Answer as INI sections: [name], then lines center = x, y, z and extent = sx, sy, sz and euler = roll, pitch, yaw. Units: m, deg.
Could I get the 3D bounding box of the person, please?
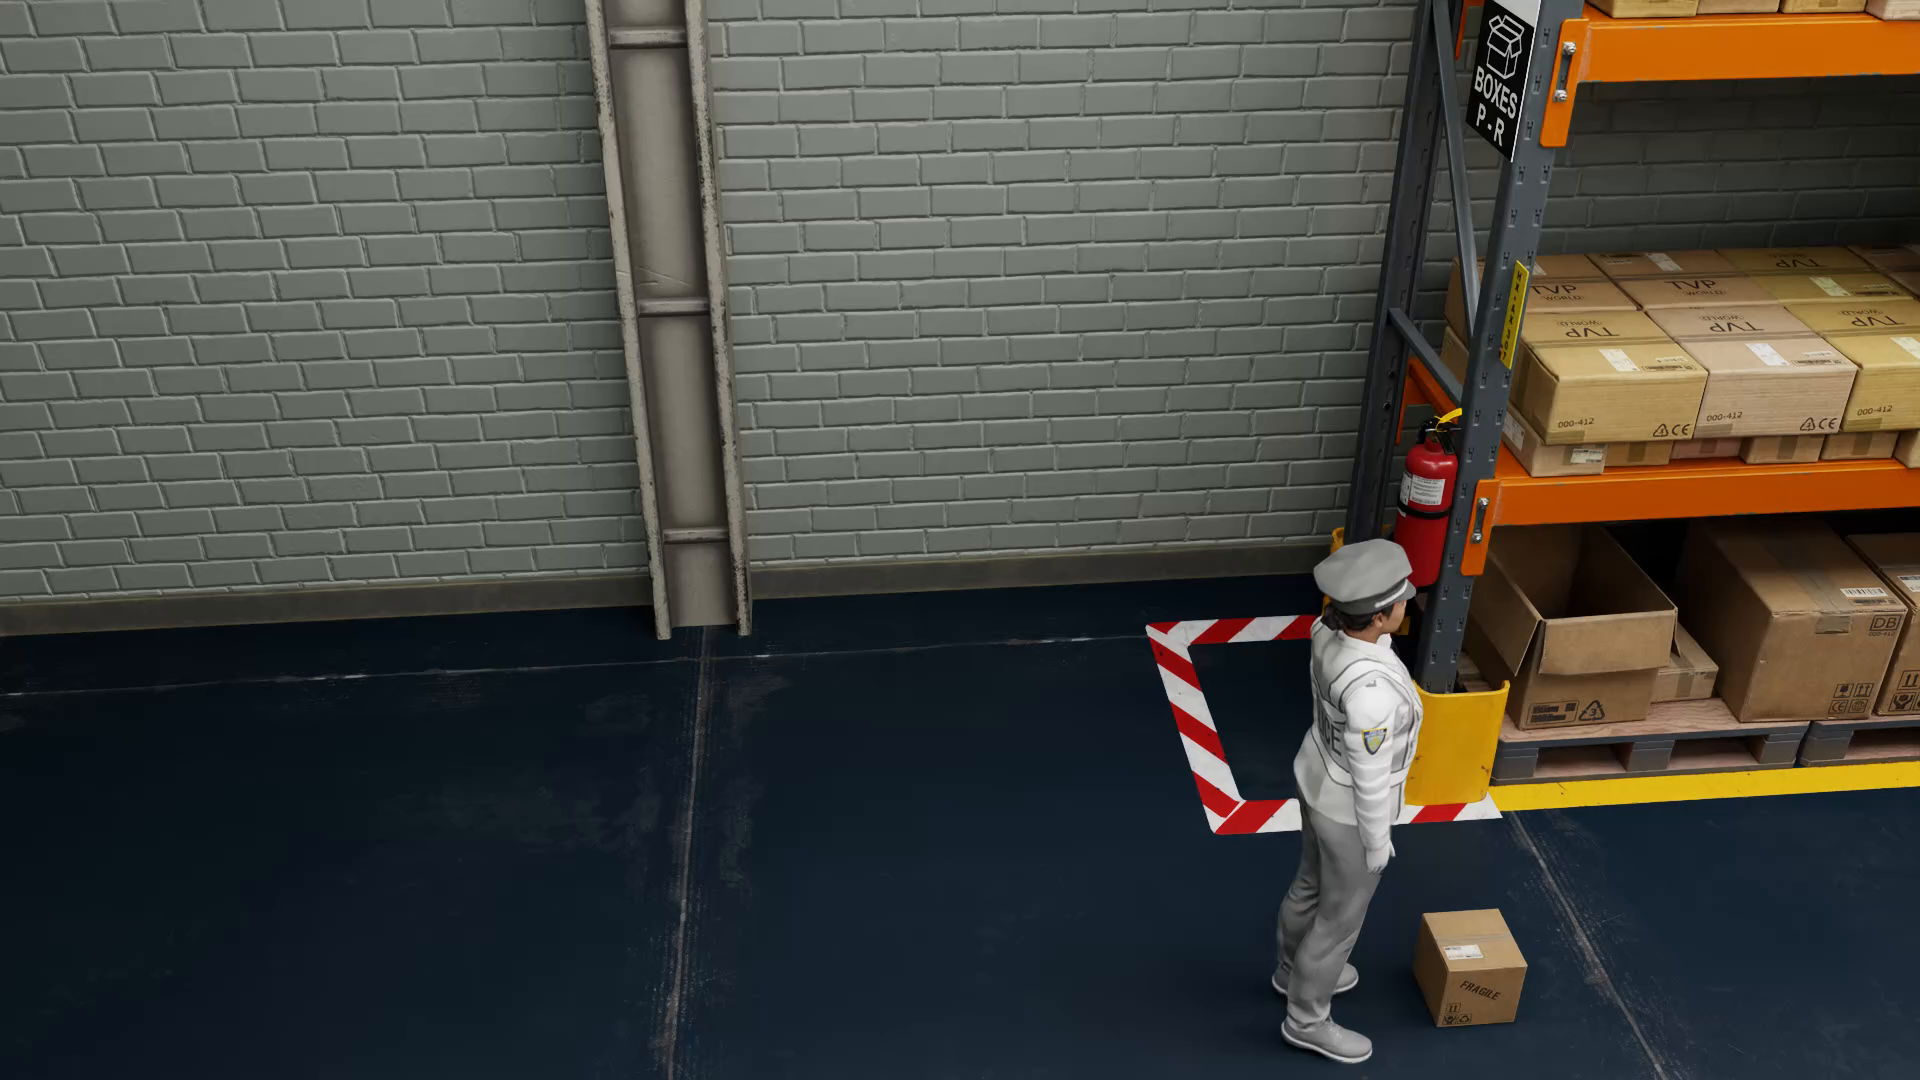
[person]
center = 13.122, 1.155, 0.196
extent = 23.569, 5.885, 10.778
euler = -2, 31, -4
